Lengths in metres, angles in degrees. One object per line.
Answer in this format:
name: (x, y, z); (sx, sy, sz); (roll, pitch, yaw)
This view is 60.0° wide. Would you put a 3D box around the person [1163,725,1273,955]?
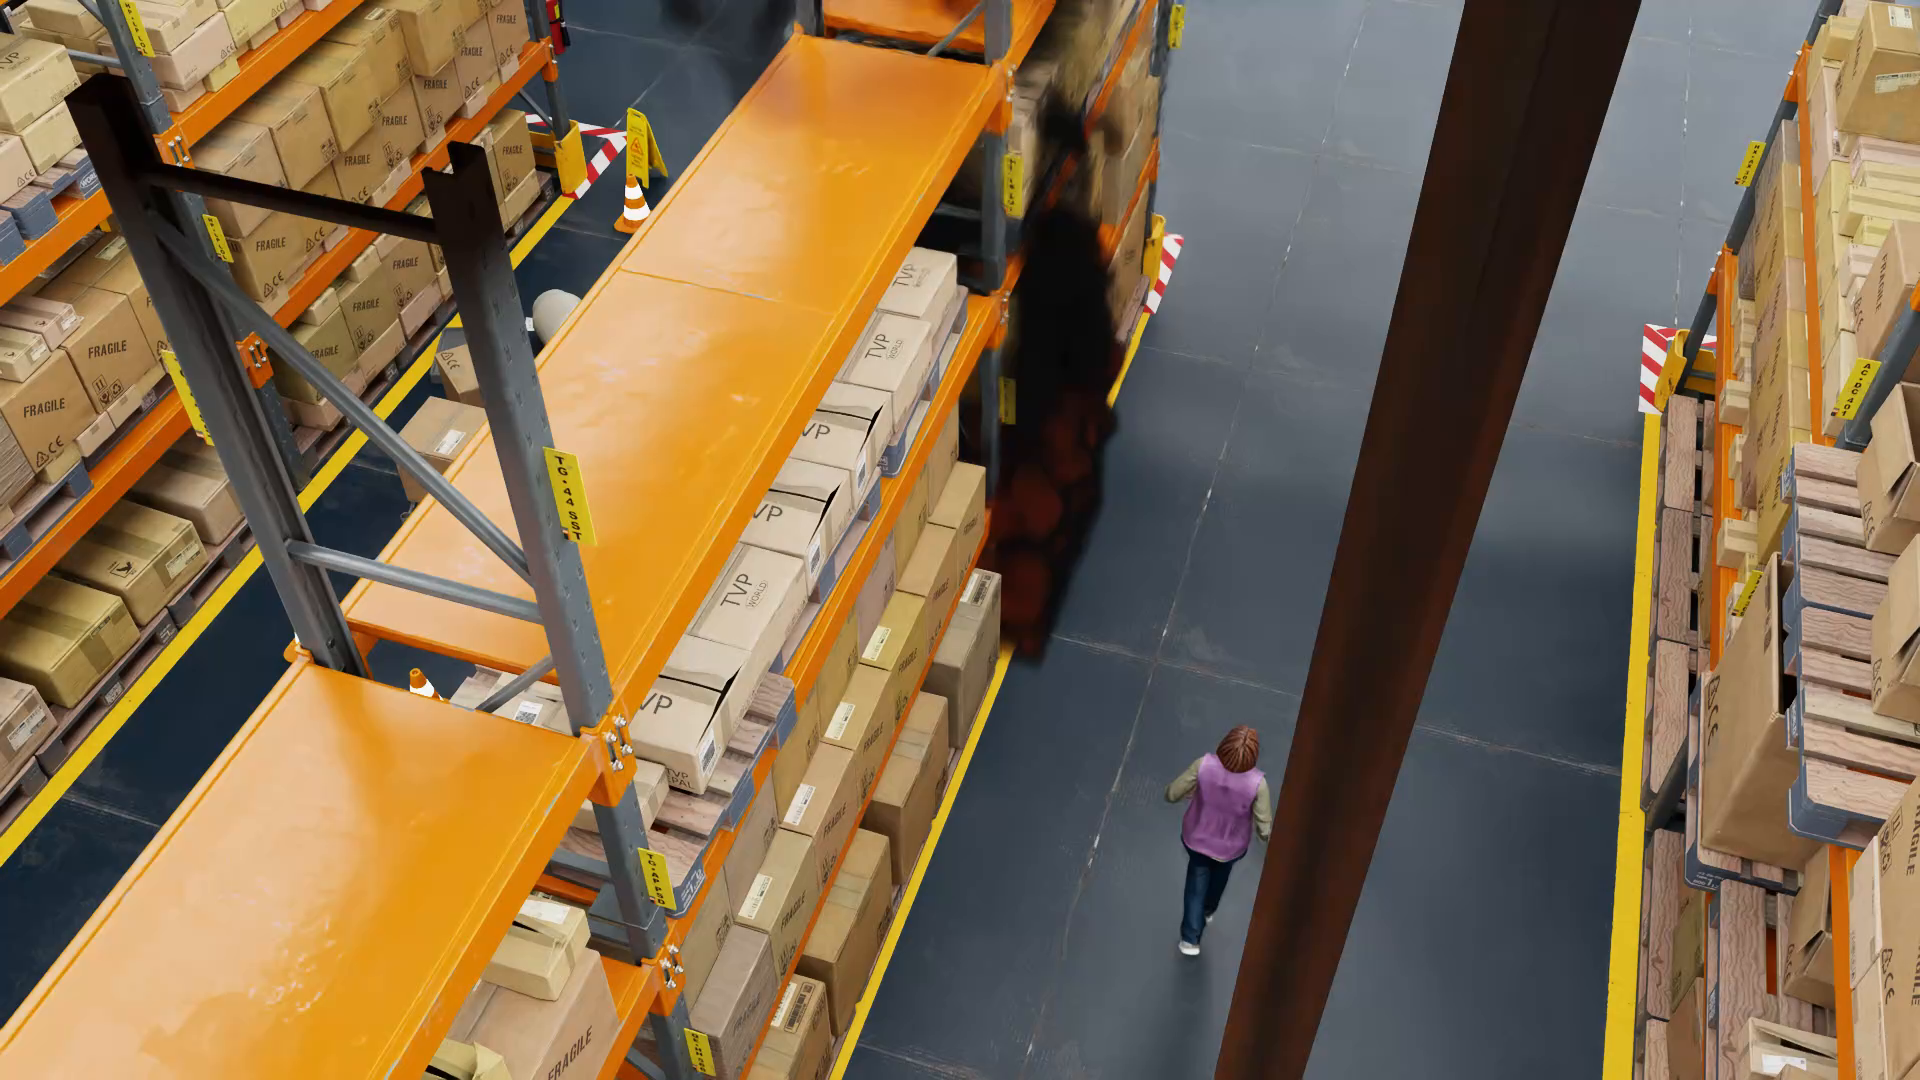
person: (1.242, 1.505, 8.175); (0.555, 1.624, 0.589); (16, 48, 15)
